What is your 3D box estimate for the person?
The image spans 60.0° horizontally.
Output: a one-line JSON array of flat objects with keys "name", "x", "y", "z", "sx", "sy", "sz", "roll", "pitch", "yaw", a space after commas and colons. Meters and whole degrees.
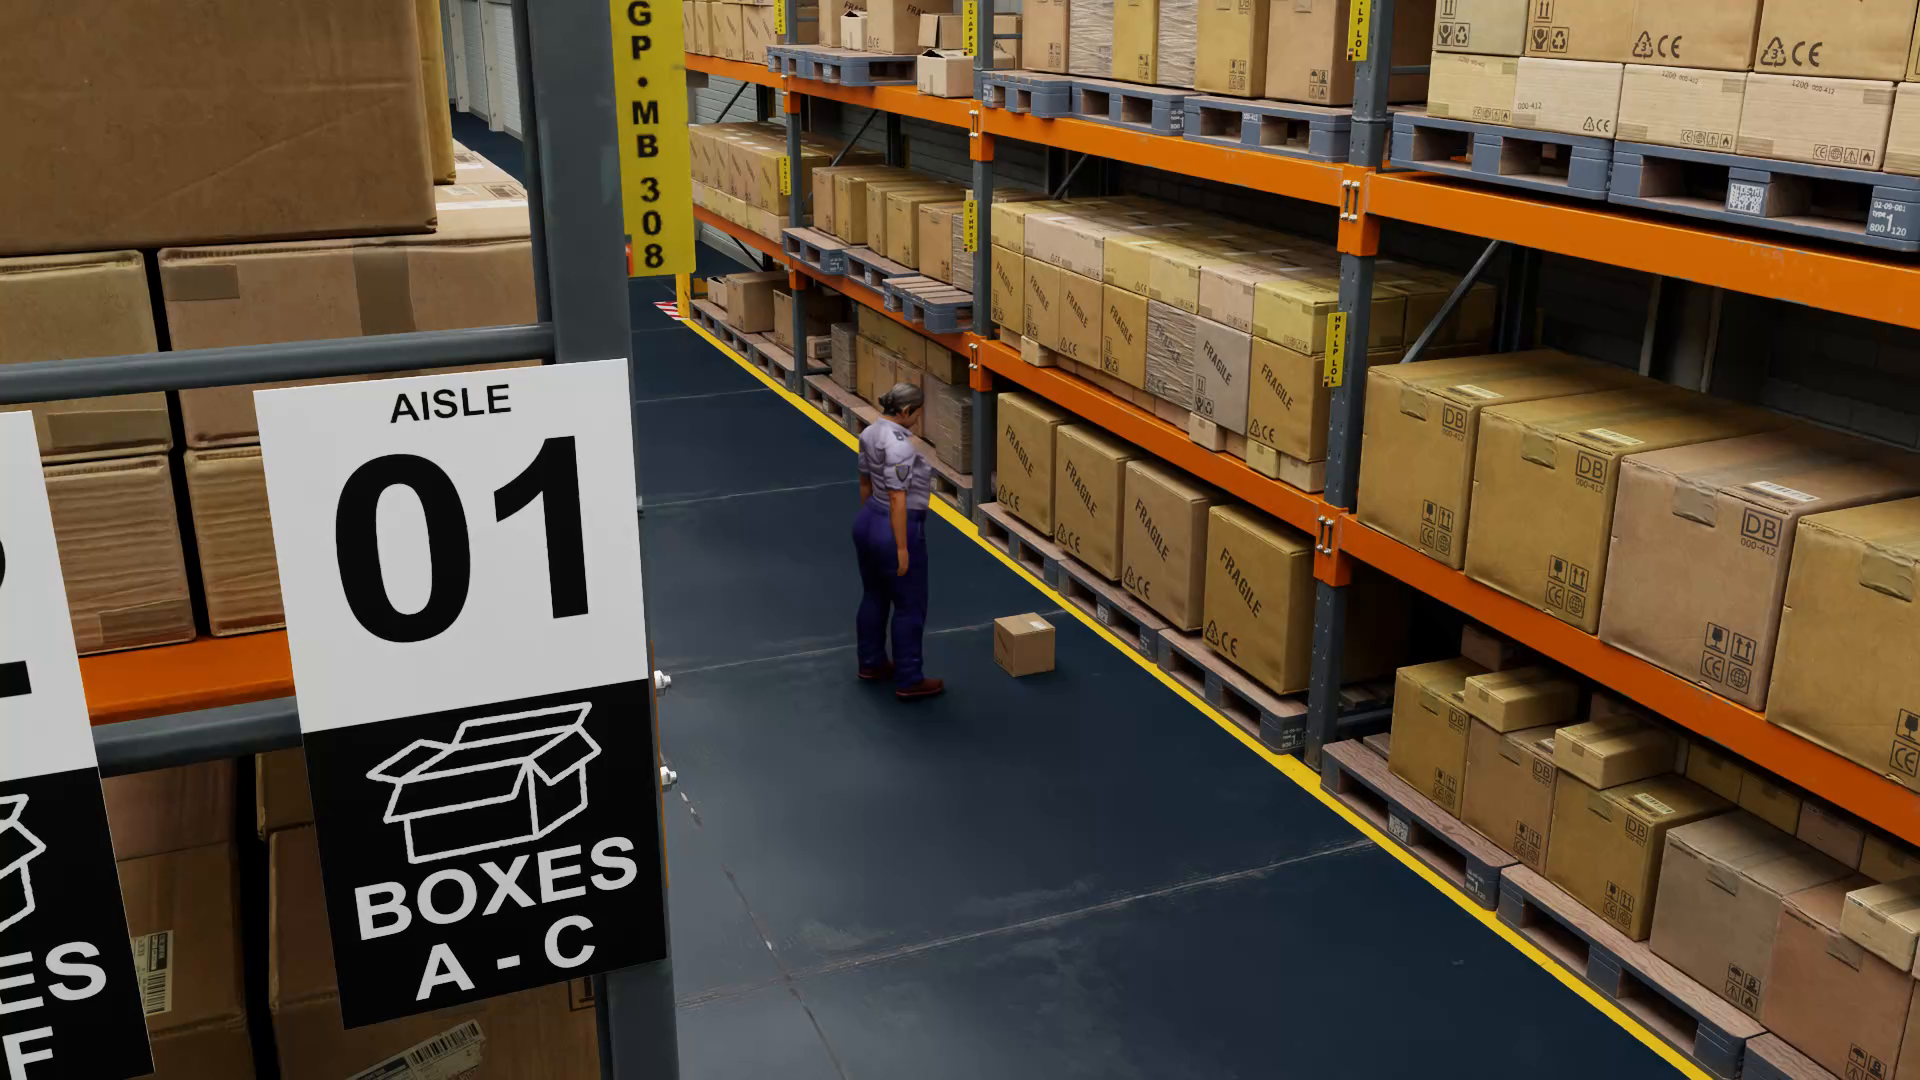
[{"name": "person", "x": -0.326, "y": -0.010, "z": 8.589, "sx": 0.367, "sy": 1.633, "sz": 0.511, "roll": -10, "pitch": 22, "yaw": -28}]
